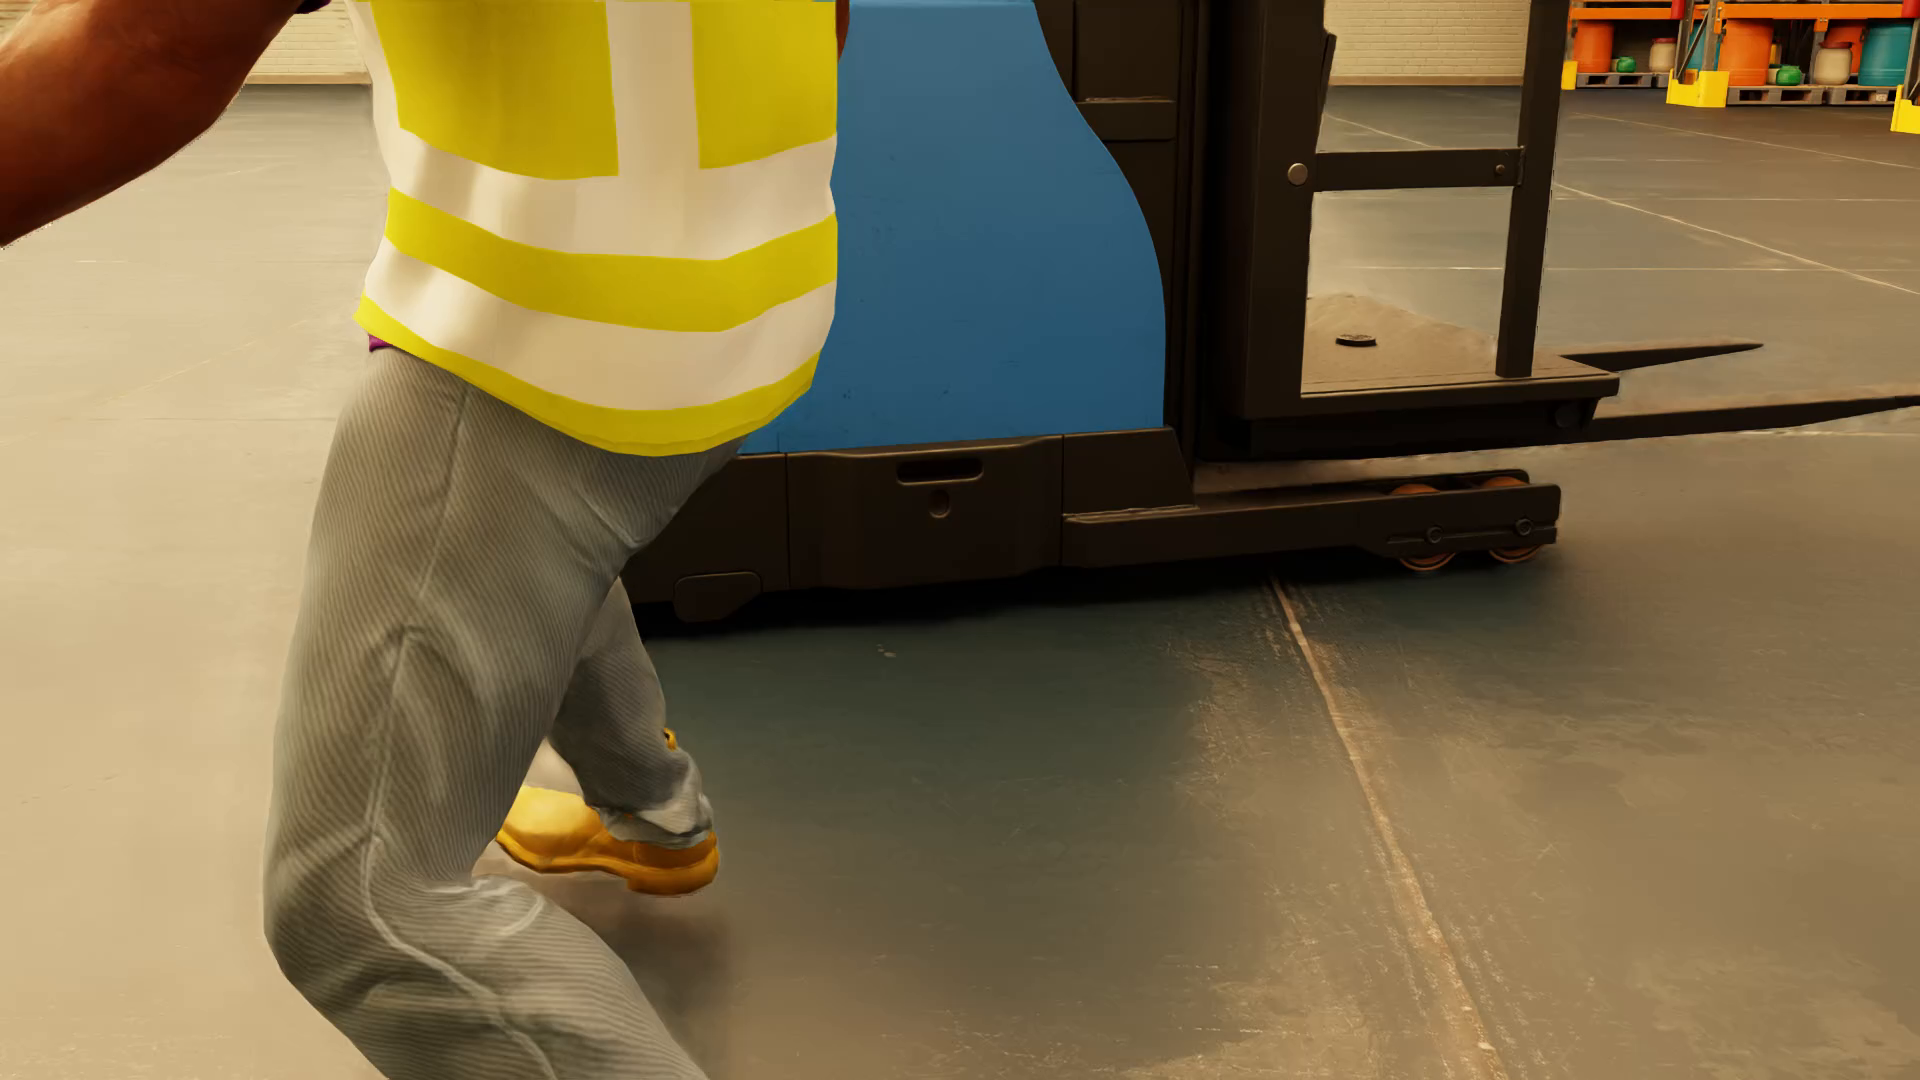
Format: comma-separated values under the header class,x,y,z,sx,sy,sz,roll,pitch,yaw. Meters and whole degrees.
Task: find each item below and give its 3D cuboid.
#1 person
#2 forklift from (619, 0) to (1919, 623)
class,x,y,z,sx,sy,sz,roll,pitch,yaw
person,-0.351,-0.191,1.316,0.720,1.628,1.020,6,18,18
forklift,0.660,-1.485,3.212,3.031,2.935,1.130,-5,18,-15
